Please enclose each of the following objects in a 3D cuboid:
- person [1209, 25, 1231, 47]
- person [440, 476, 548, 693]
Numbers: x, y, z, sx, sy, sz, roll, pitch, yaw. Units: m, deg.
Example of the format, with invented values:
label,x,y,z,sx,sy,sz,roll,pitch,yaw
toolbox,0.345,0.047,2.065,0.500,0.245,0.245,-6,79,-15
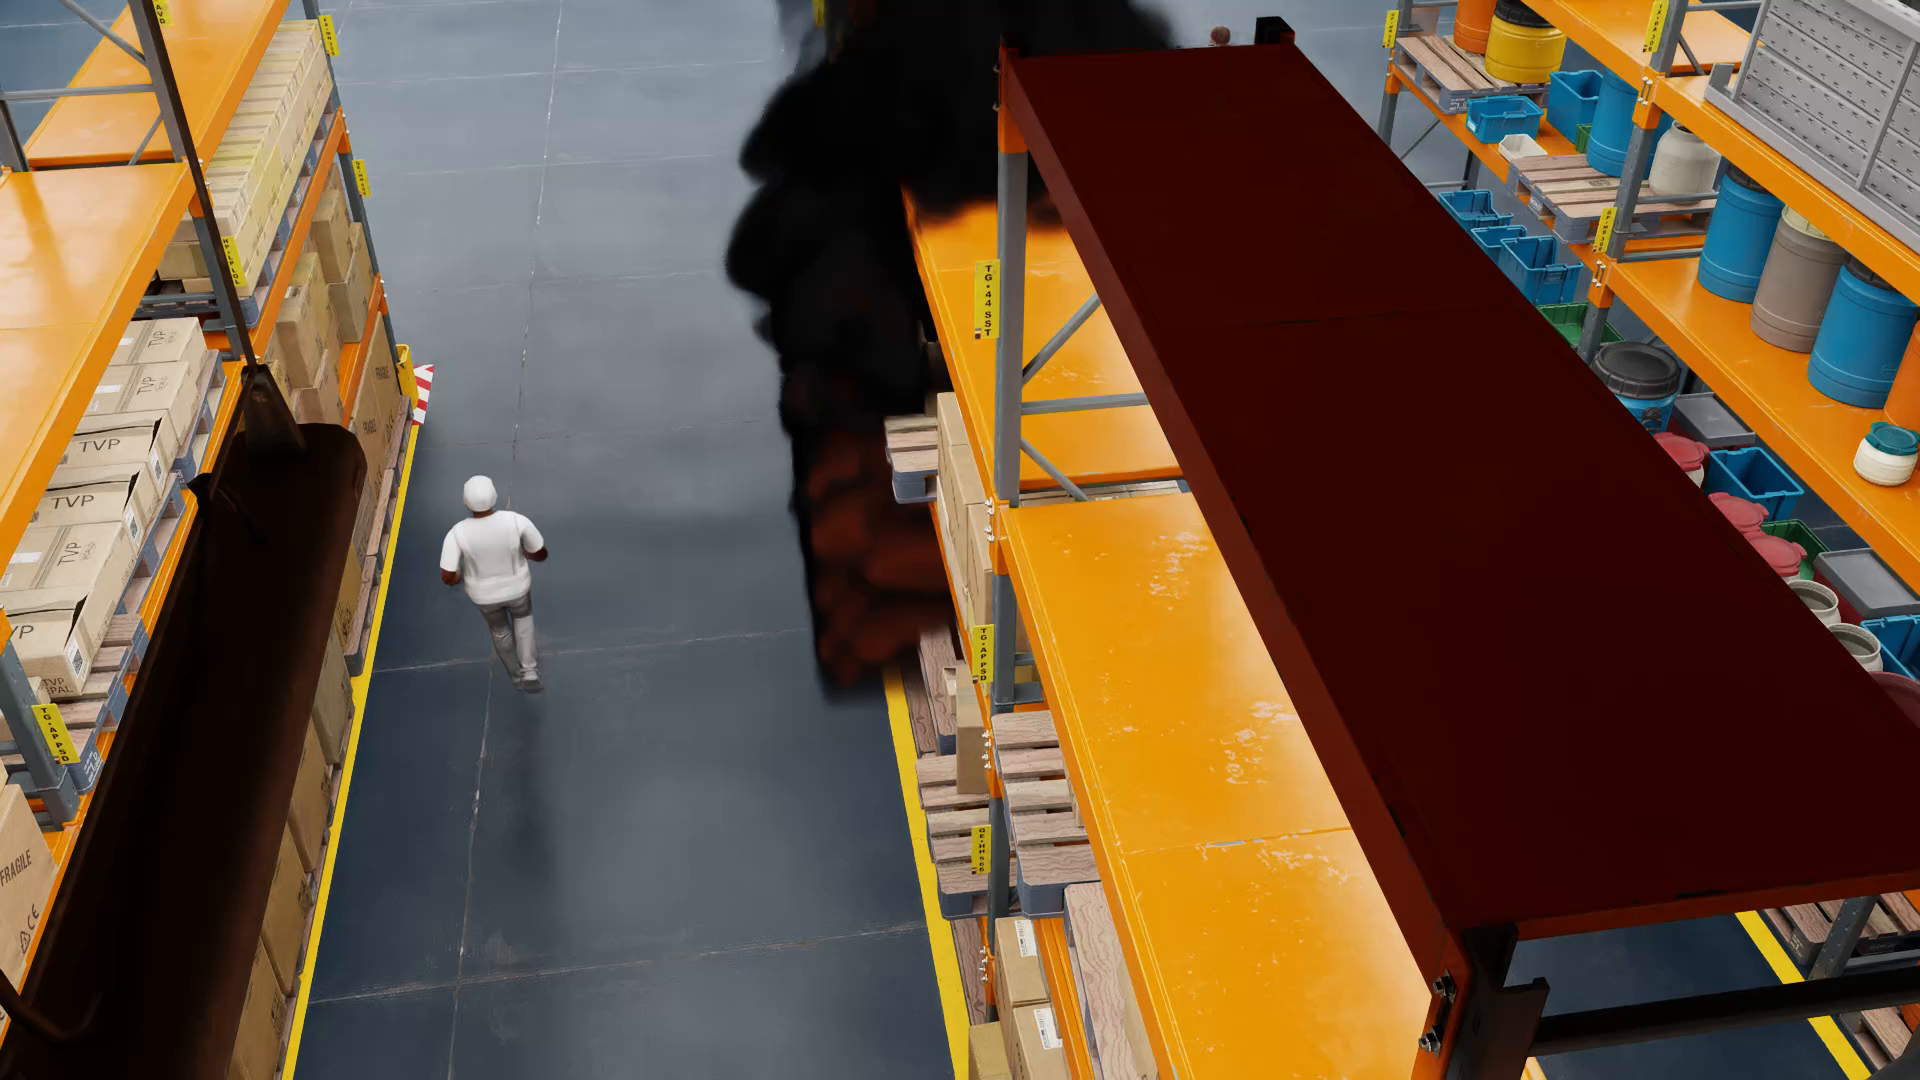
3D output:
label,x,y,z,sx,sy,sz,roll,pitch,yaw
person,2.910,-5.078,19.016,0.711,1.644,0.504,8,37,10
person,-3.064,0.319,11.070,0.690,1.735,0.549,-13,38,-17
